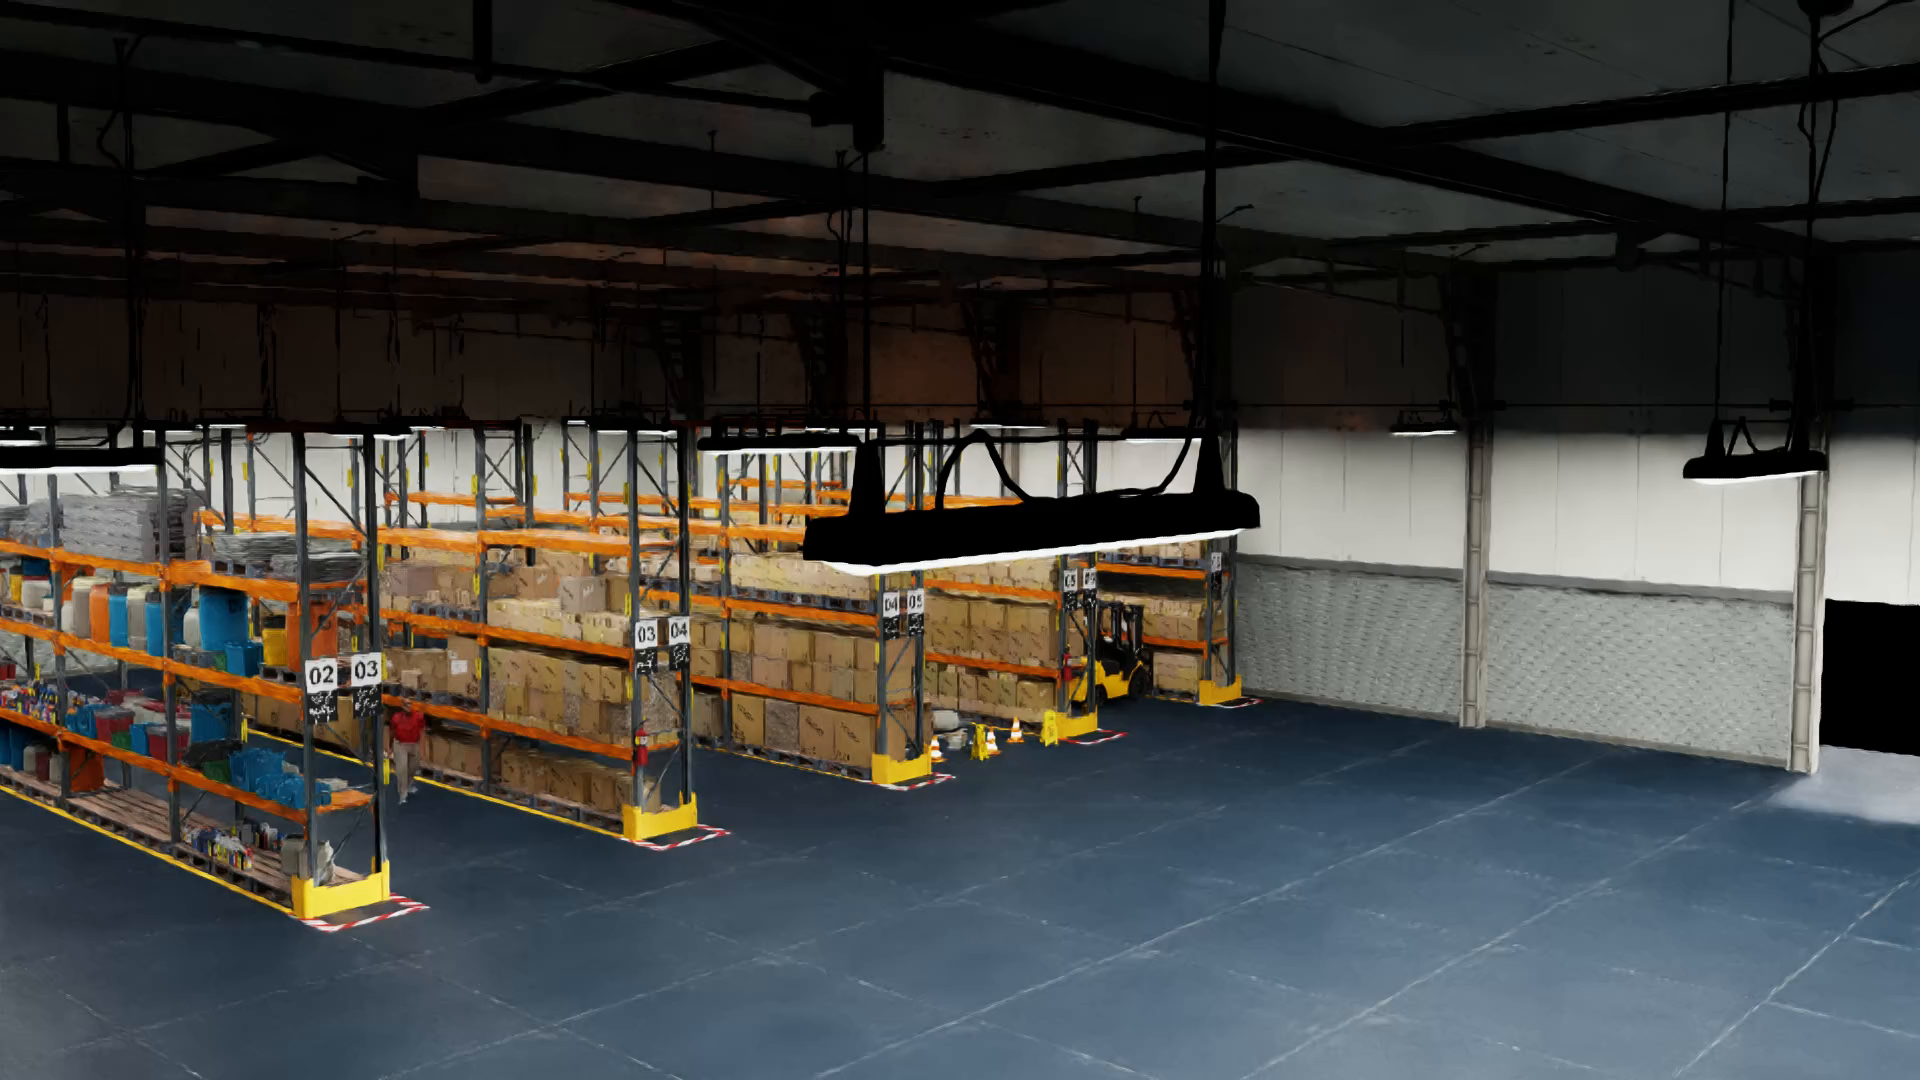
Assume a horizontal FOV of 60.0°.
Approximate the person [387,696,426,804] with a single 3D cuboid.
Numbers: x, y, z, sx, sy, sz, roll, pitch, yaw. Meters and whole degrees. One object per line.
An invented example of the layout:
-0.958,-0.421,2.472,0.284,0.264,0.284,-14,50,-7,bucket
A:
-8.840,3.314,26.596,0.568,1.677,0.950,-3,5,-31,person
